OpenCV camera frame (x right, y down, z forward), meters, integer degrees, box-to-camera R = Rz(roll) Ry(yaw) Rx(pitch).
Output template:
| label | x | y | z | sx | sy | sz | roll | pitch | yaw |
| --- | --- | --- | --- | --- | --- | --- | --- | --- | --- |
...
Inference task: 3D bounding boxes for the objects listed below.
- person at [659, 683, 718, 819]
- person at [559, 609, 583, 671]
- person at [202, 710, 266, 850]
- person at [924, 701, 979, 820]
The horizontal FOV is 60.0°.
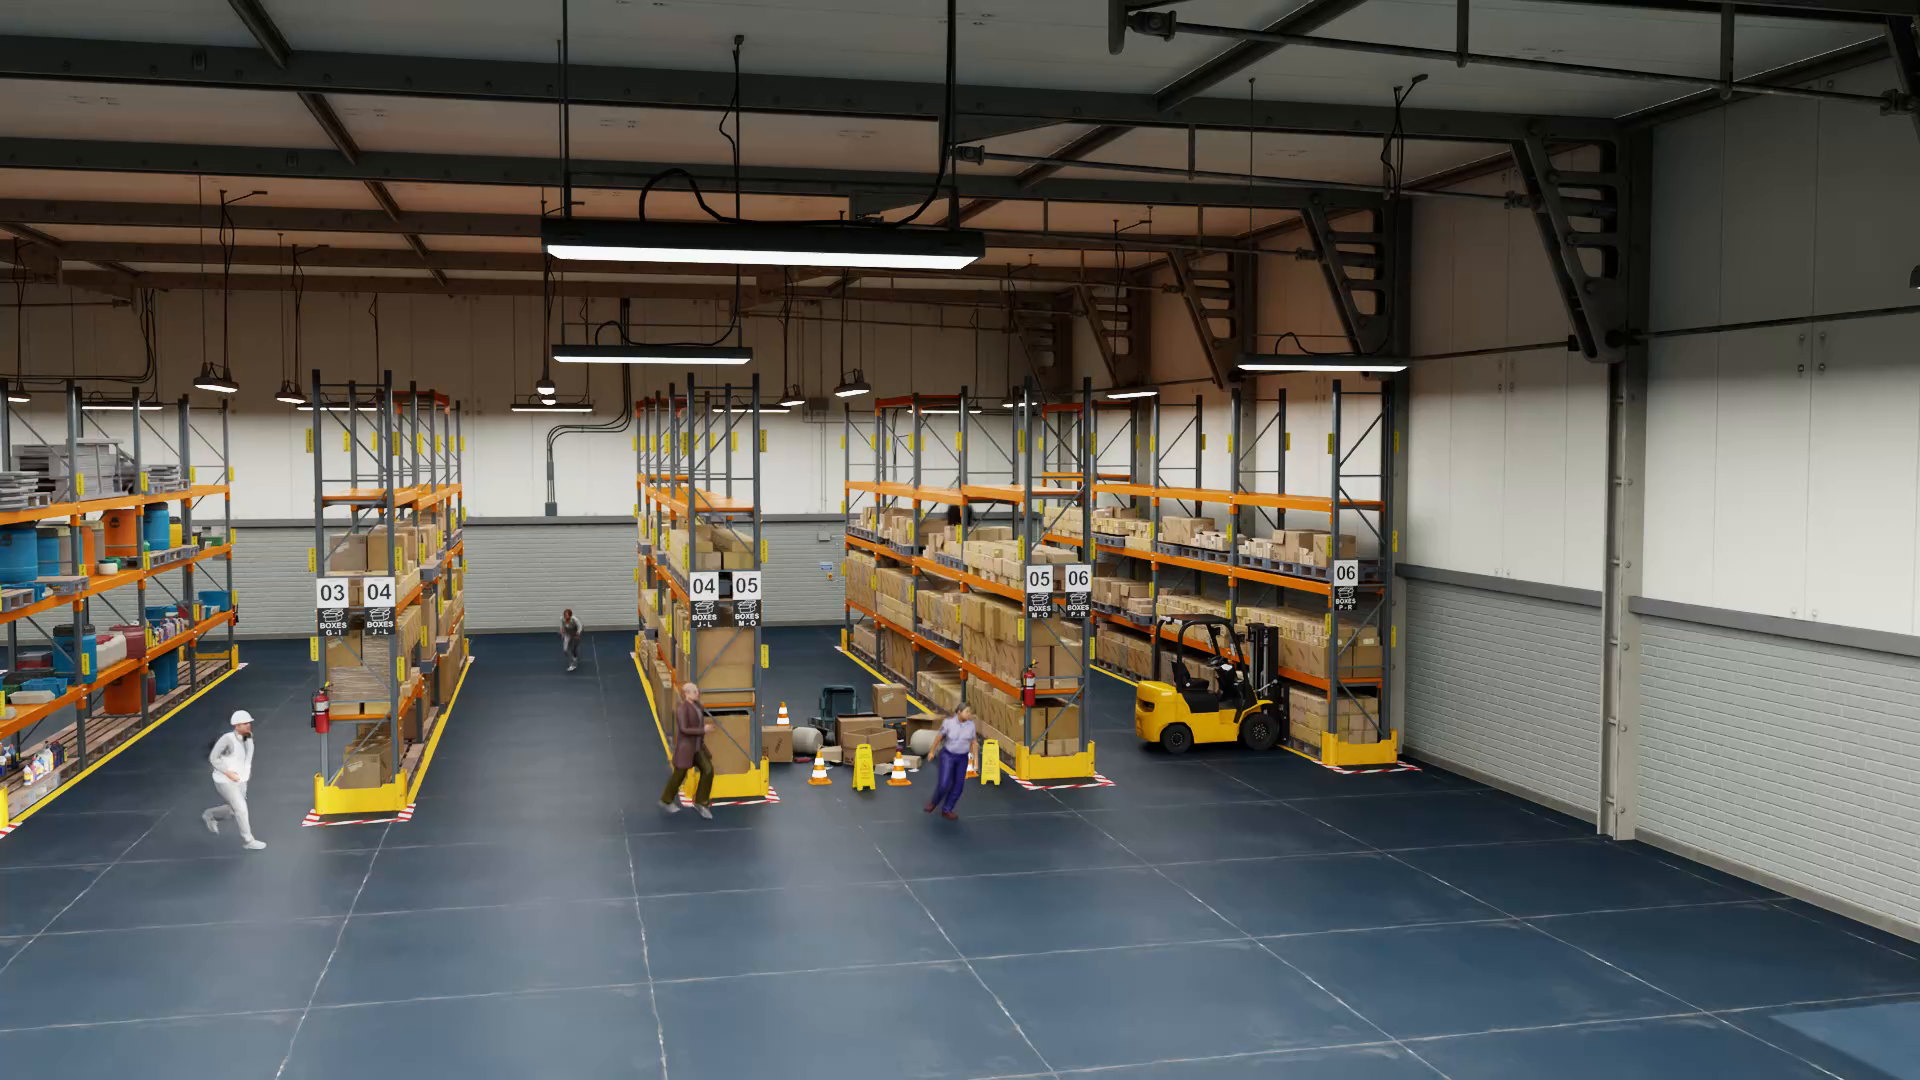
| label | x | y | z | sx | sy | sz | roll | pitch | yaw |
| --- | --- | --- | --- | --- | --- | --- | --- | --- | --- |
| person | -3.633 | 2.830 | 22.250 | 0.932 | 1.847 | 0.645 | 2 | 4 | 28 |
| person | -8.603 | 2.196 | 36.926 | 0.537 | 1.391 | 0.995 | 0 | 3 | 3 |
| person | -9.047 | 2.952 | 20.528 | 0.928 | 1.726 | 0.662 | 1 | 4 | 22 |
| person | -0.116 | 2.930 | 22.175 | 0.668 | 1.601 | 0.551 | -1 | 4 | -23 |
